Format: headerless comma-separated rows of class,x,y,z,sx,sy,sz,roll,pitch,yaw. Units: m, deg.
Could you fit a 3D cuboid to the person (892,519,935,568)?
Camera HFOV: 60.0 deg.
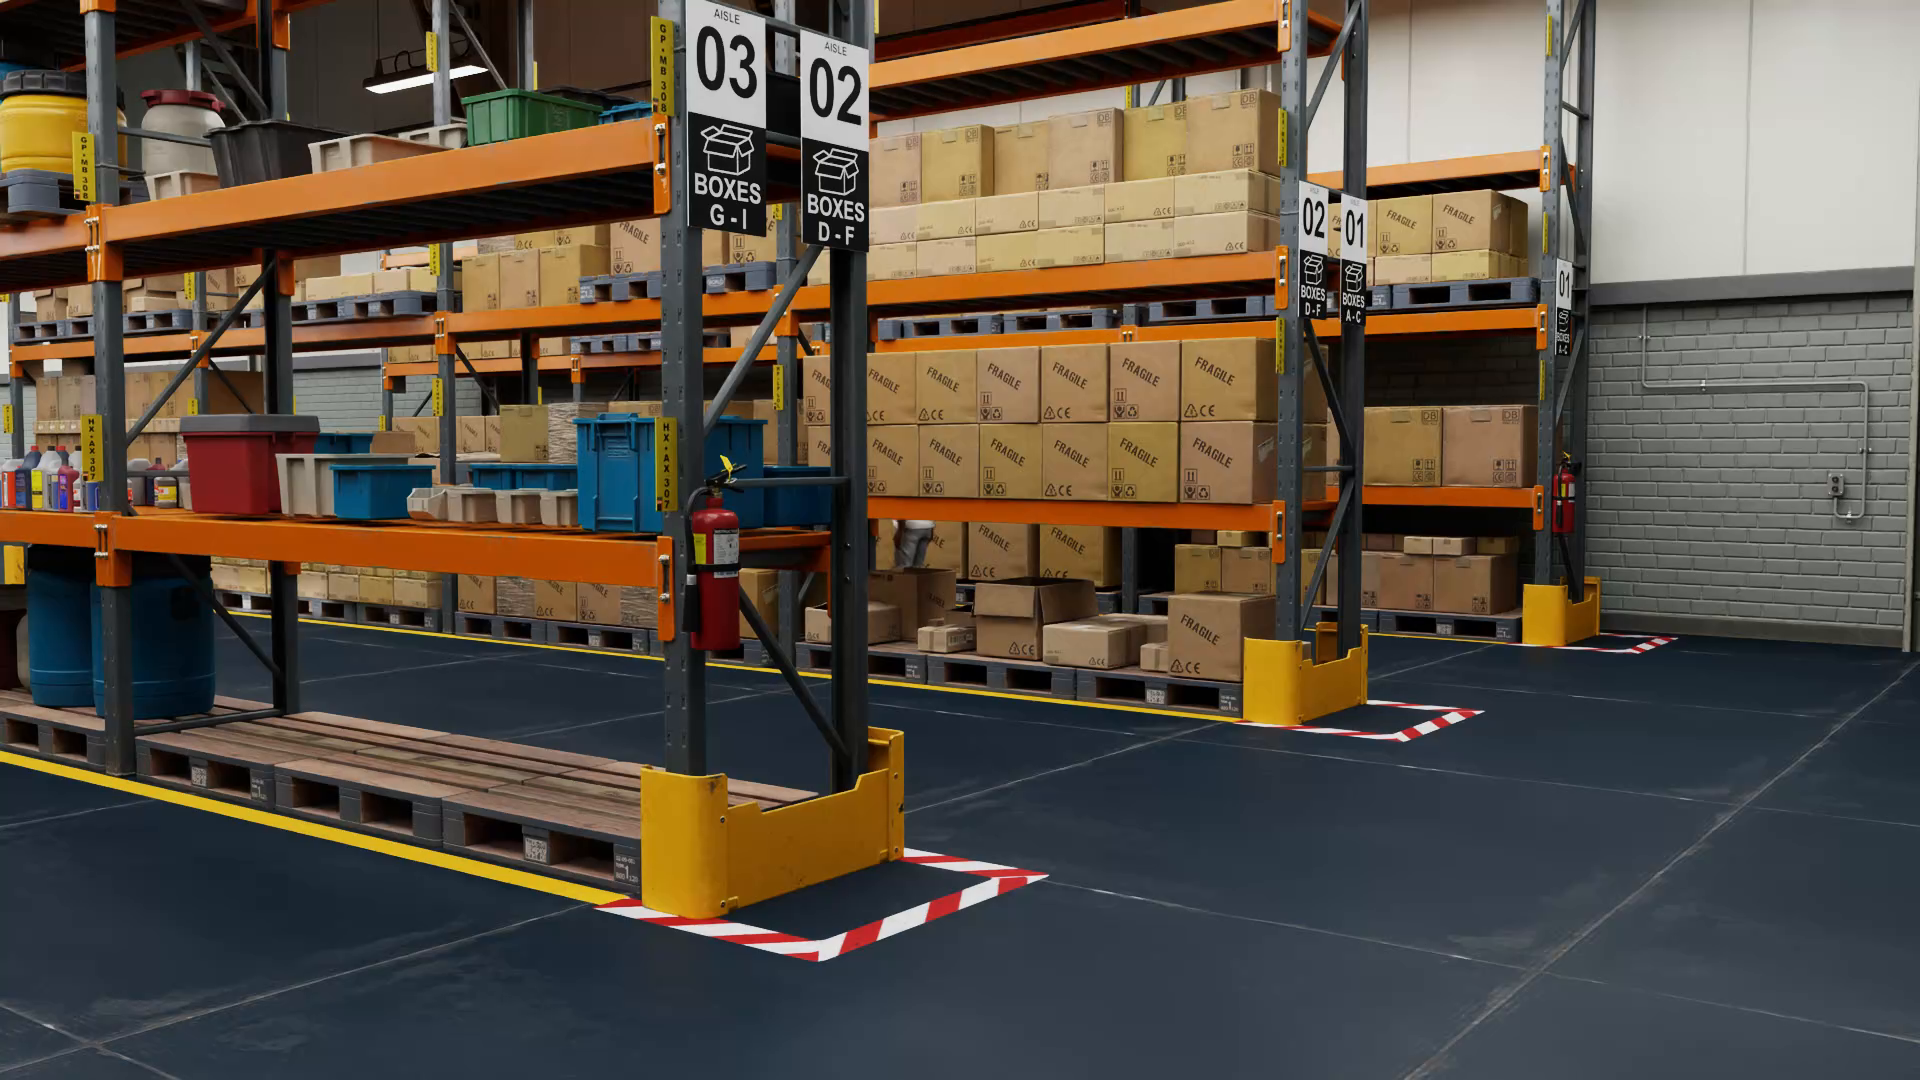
person,-0.441,-0.098,15.455,0.616,1.778,0.589,2,4,36
